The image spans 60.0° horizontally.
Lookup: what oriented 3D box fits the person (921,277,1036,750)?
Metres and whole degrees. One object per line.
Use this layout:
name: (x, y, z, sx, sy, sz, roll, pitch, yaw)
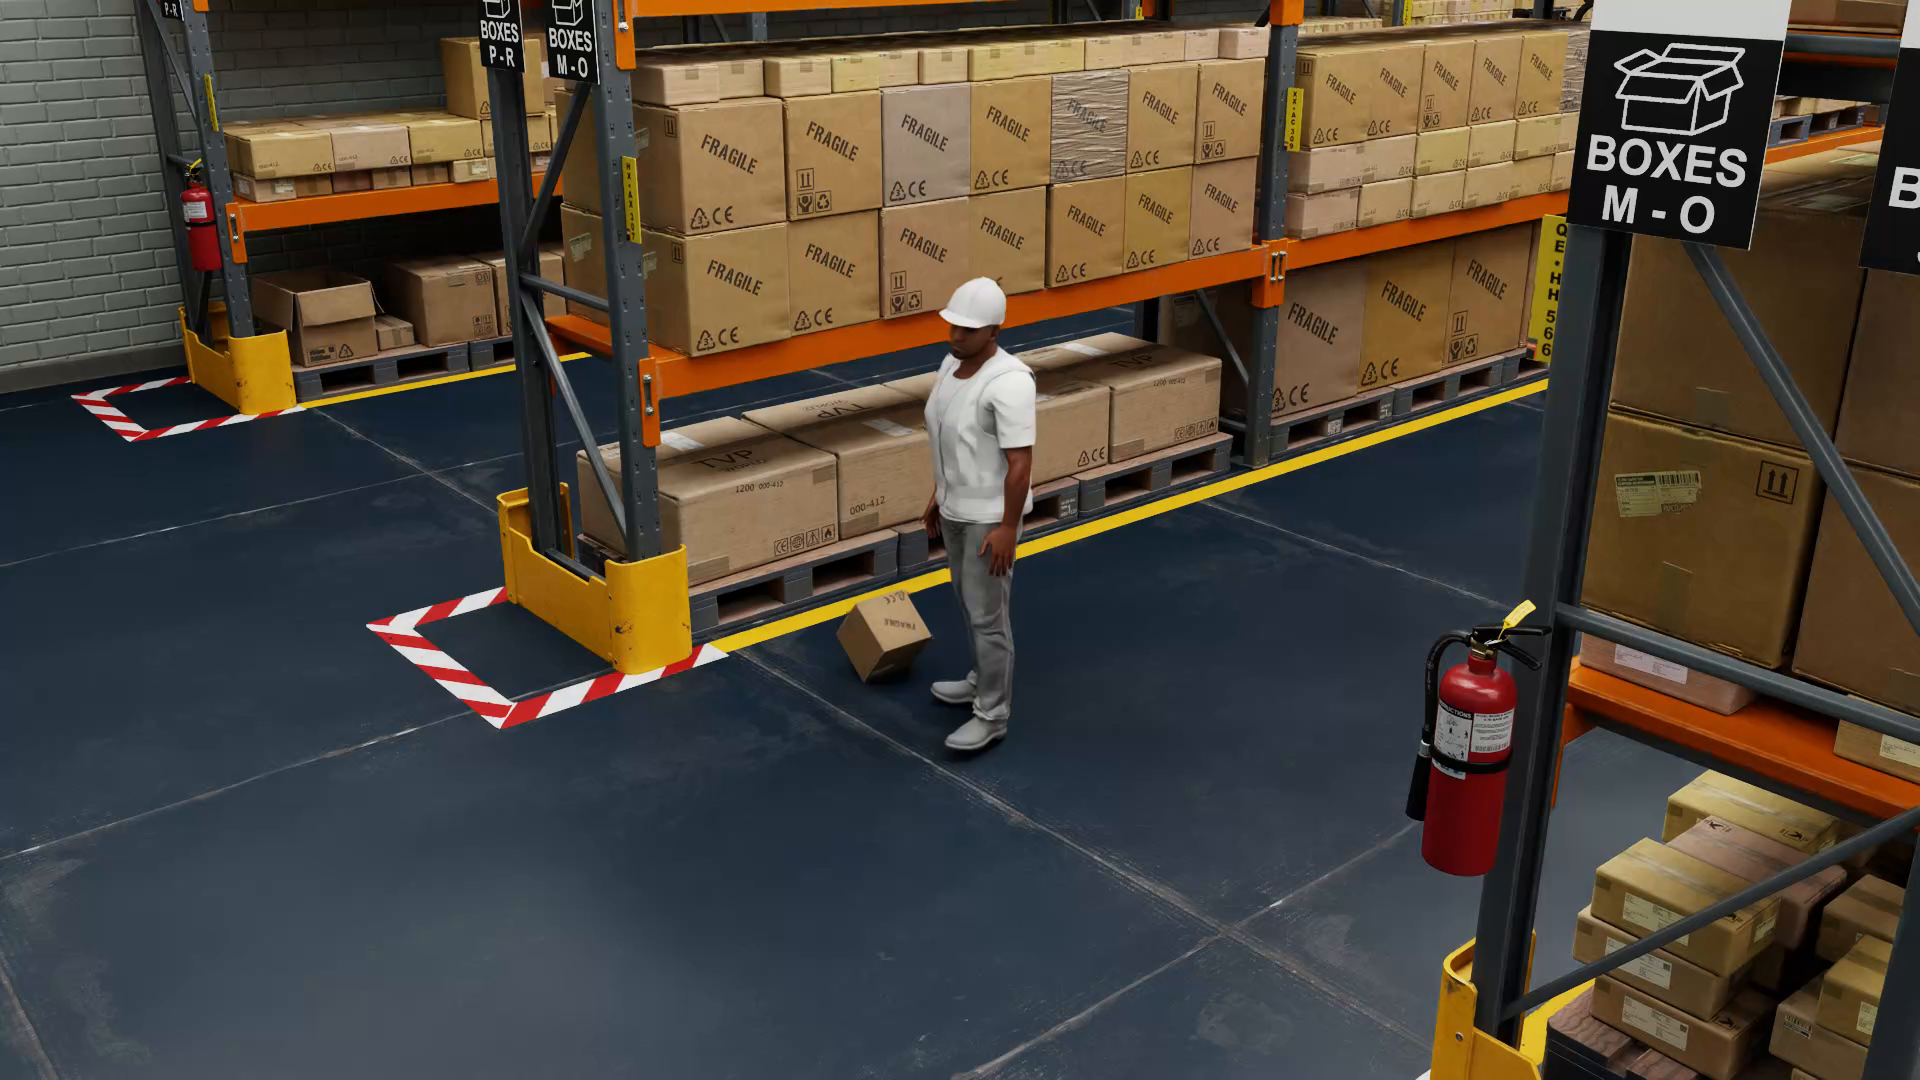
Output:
person: (0.050, -0.105, 6.246, 0.422, 1.768, 0.624, -9, 23, -23)
